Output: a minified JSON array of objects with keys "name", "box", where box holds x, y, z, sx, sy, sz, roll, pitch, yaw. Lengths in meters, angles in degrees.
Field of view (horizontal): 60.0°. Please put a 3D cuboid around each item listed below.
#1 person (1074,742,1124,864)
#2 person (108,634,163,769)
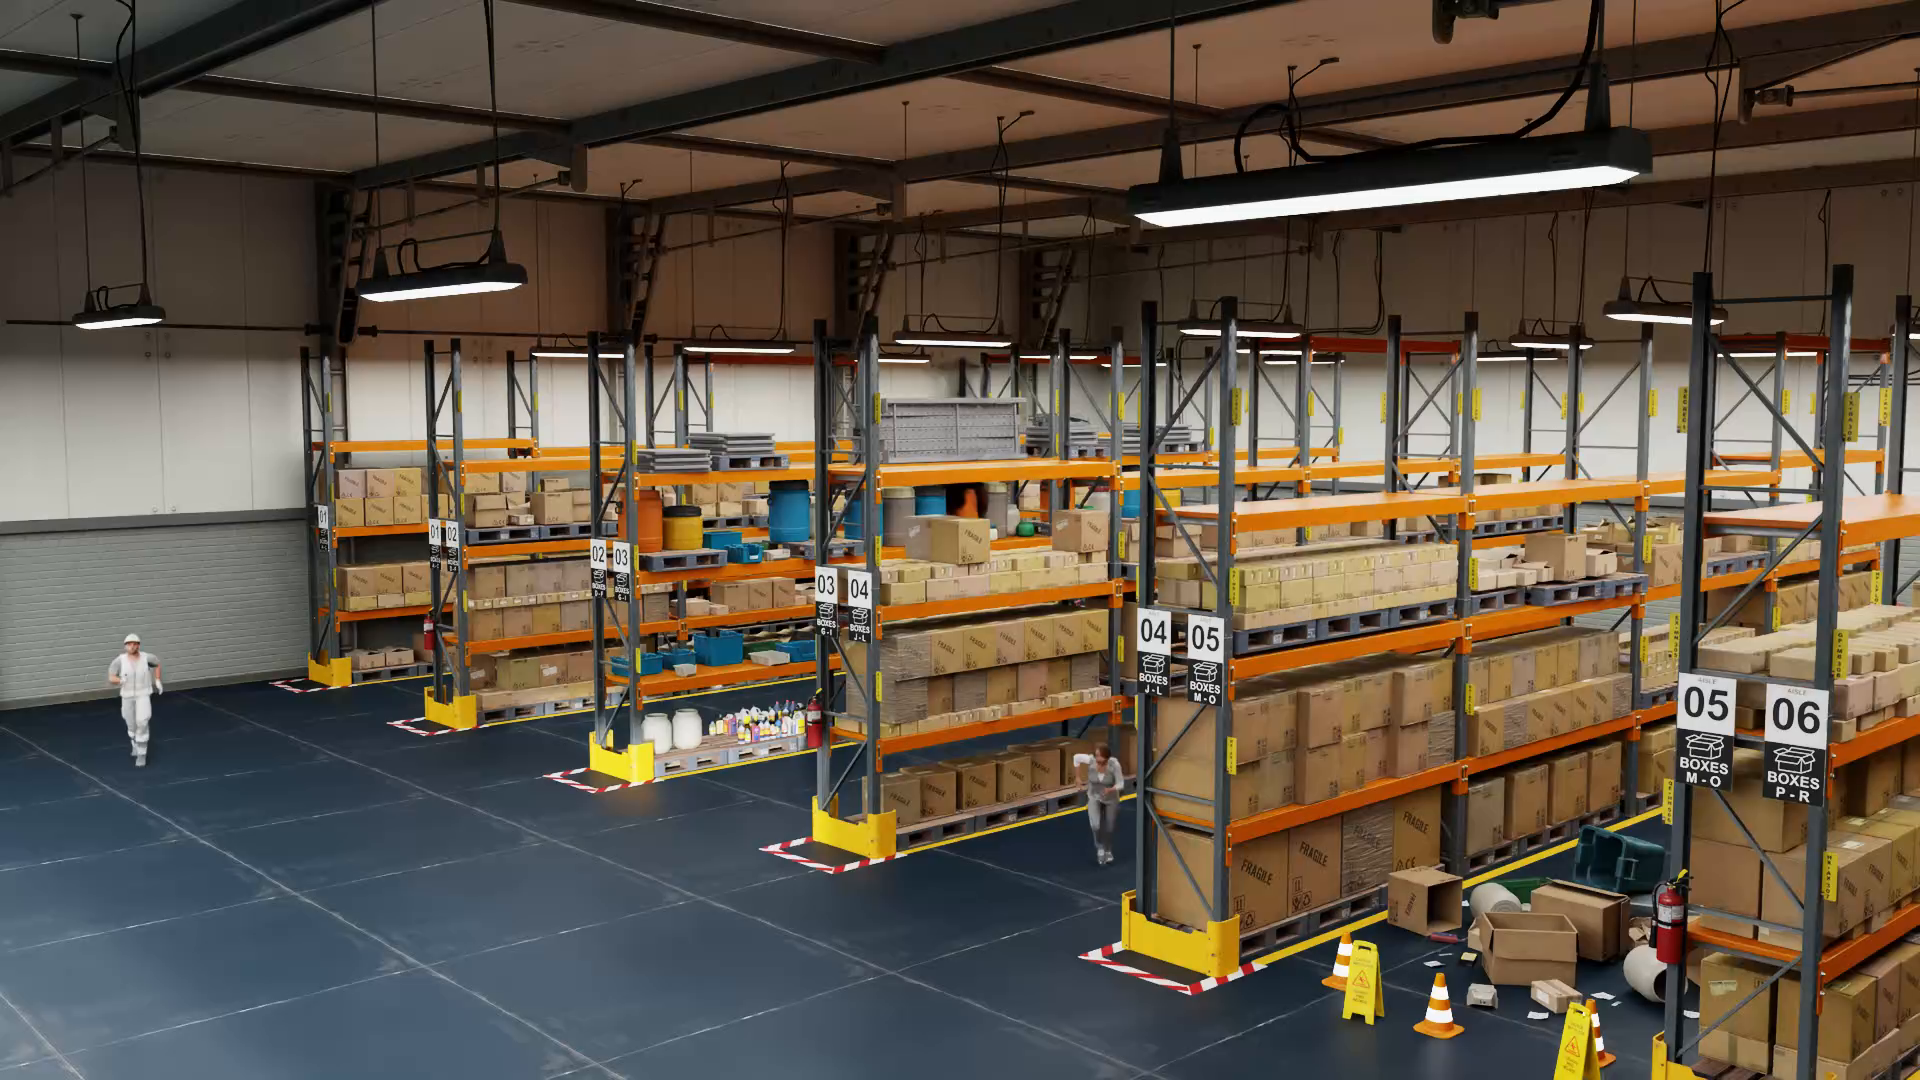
[{"name":"person","box":[1.509,2.855,18.066,0.569,1.424,0.863,1,5,10]},{"name":"person","box":[-11.515,2.218,23.244,0.647,1.840,0.886,-2,5,-19]}]
